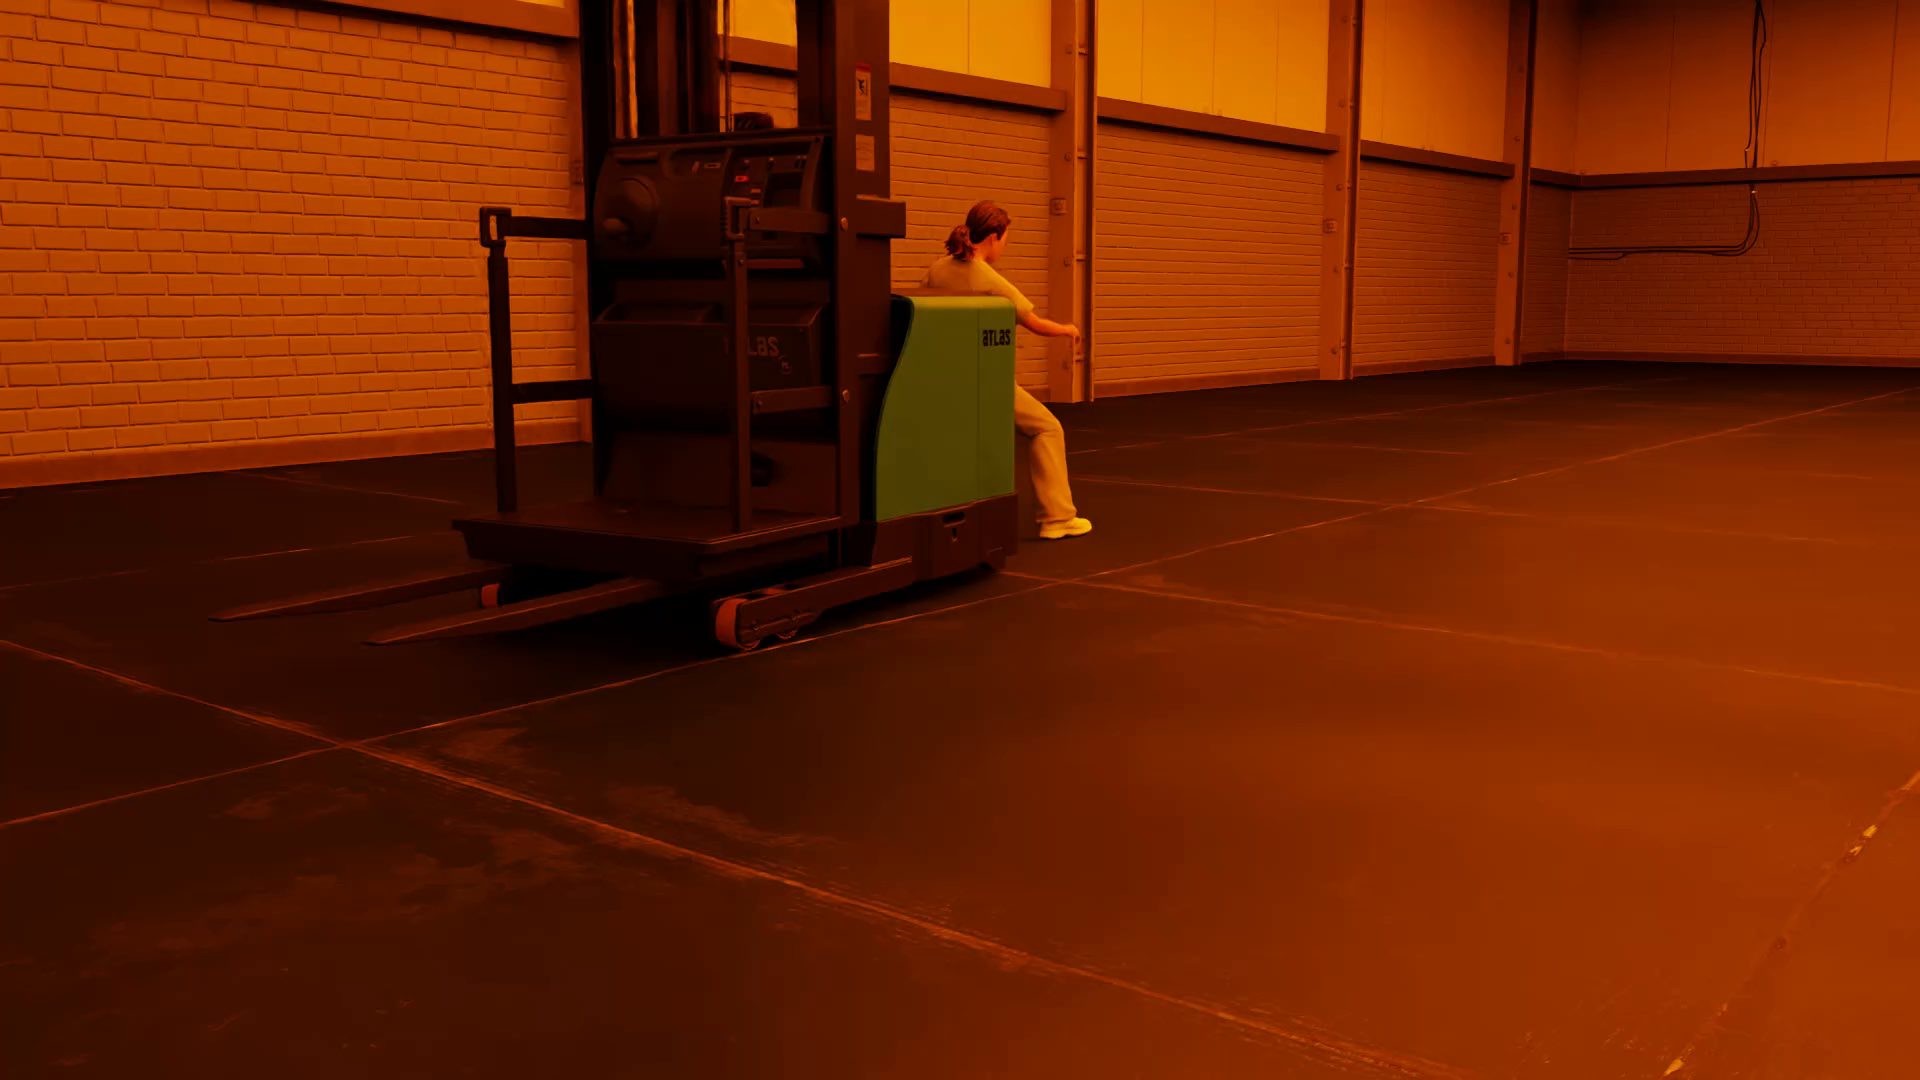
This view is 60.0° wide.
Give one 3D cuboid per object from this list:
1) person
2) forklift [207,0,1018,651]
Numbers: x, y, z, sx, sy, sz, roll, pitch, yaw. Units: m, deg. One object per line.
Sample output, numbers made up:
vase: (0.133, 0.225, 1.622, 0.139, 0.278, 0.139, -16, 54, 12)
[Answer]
person: (0.168, -0.784, 7.625, 0.855, 1.484, 0.707, 8, 11, 43)
forklift: (-0.956, -1.186, 5.386, 1.130, 2.935, 3.031, 5, 10, 30)
